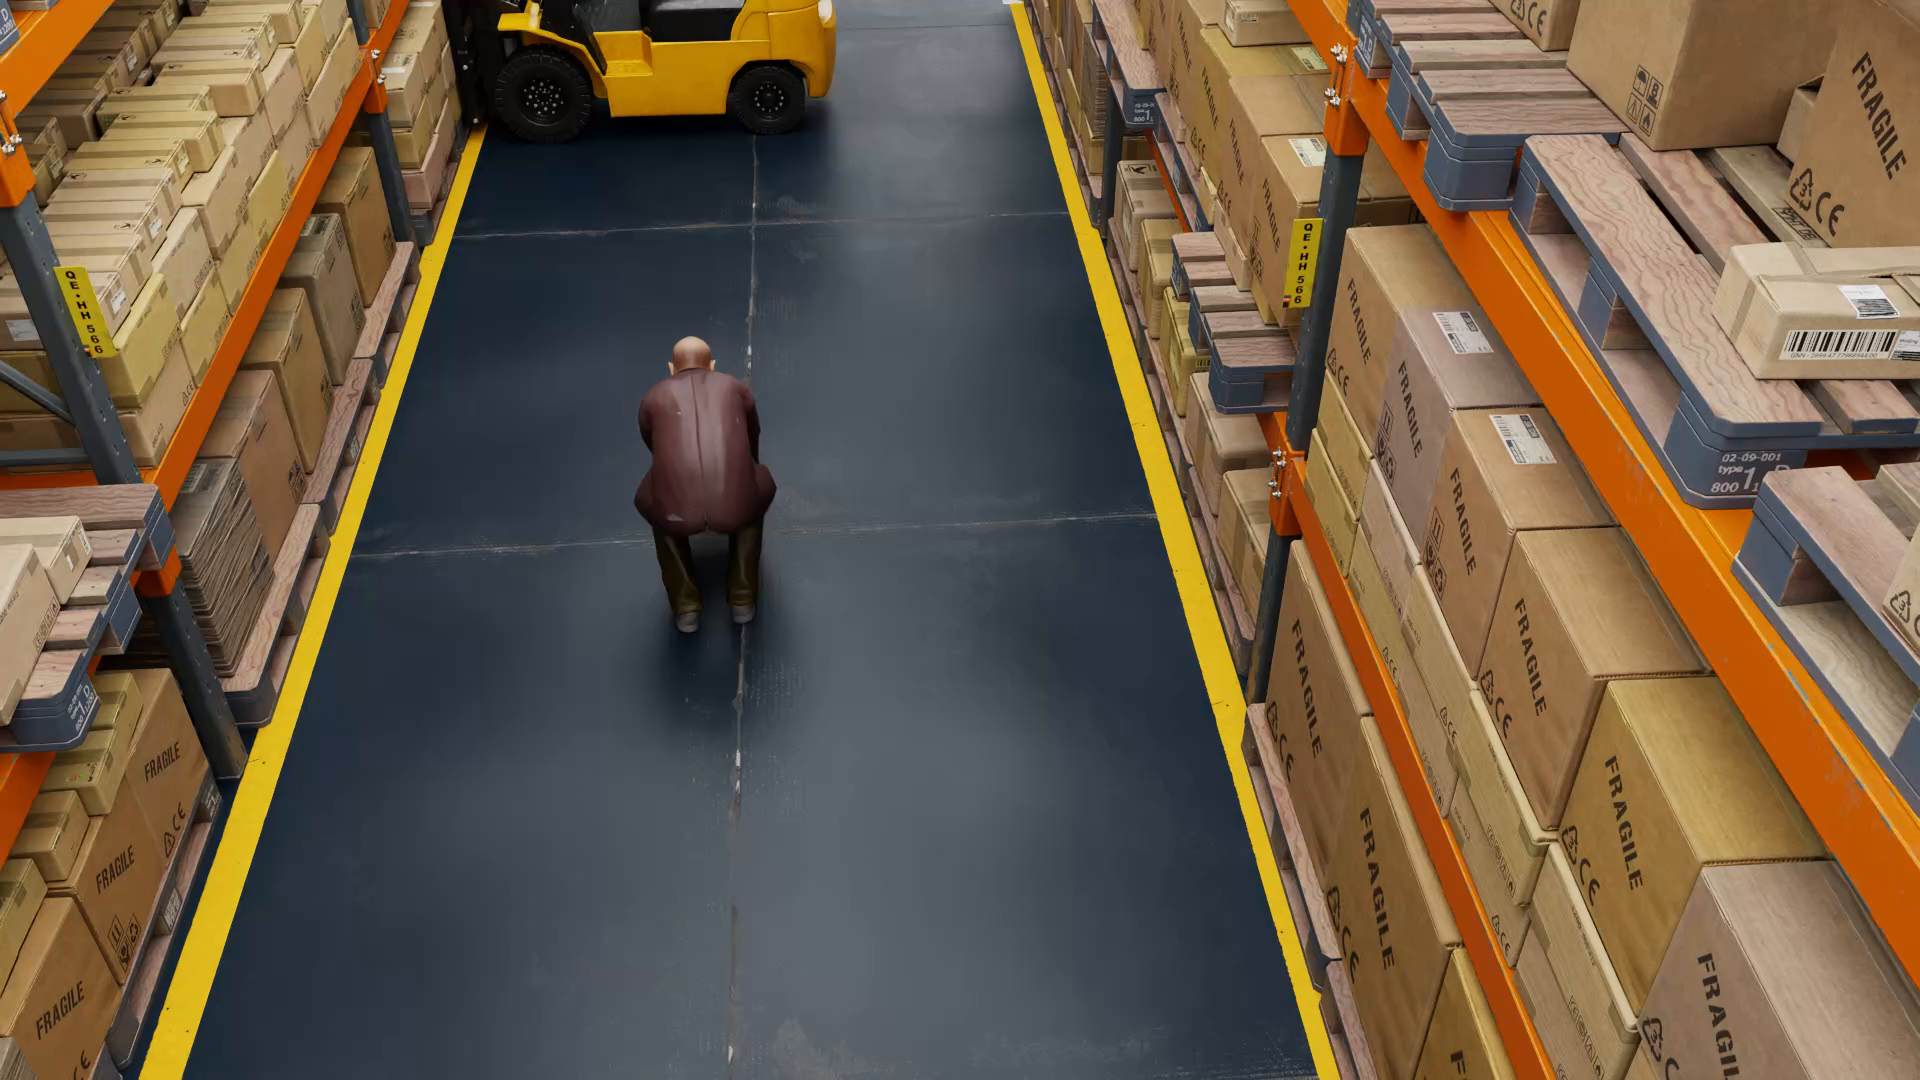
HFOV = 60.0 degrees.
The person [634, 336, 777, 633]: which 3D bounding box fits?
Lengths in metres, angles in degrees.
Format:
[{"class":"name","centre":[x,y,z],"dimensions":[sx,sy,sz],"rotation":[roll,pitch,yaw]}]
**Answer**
[{"class":"person","centre":[-1.071,-0.210,7.026],"dimensions":[0.591,1.031,0.939],"rotation":[-5,39,-6]}]
